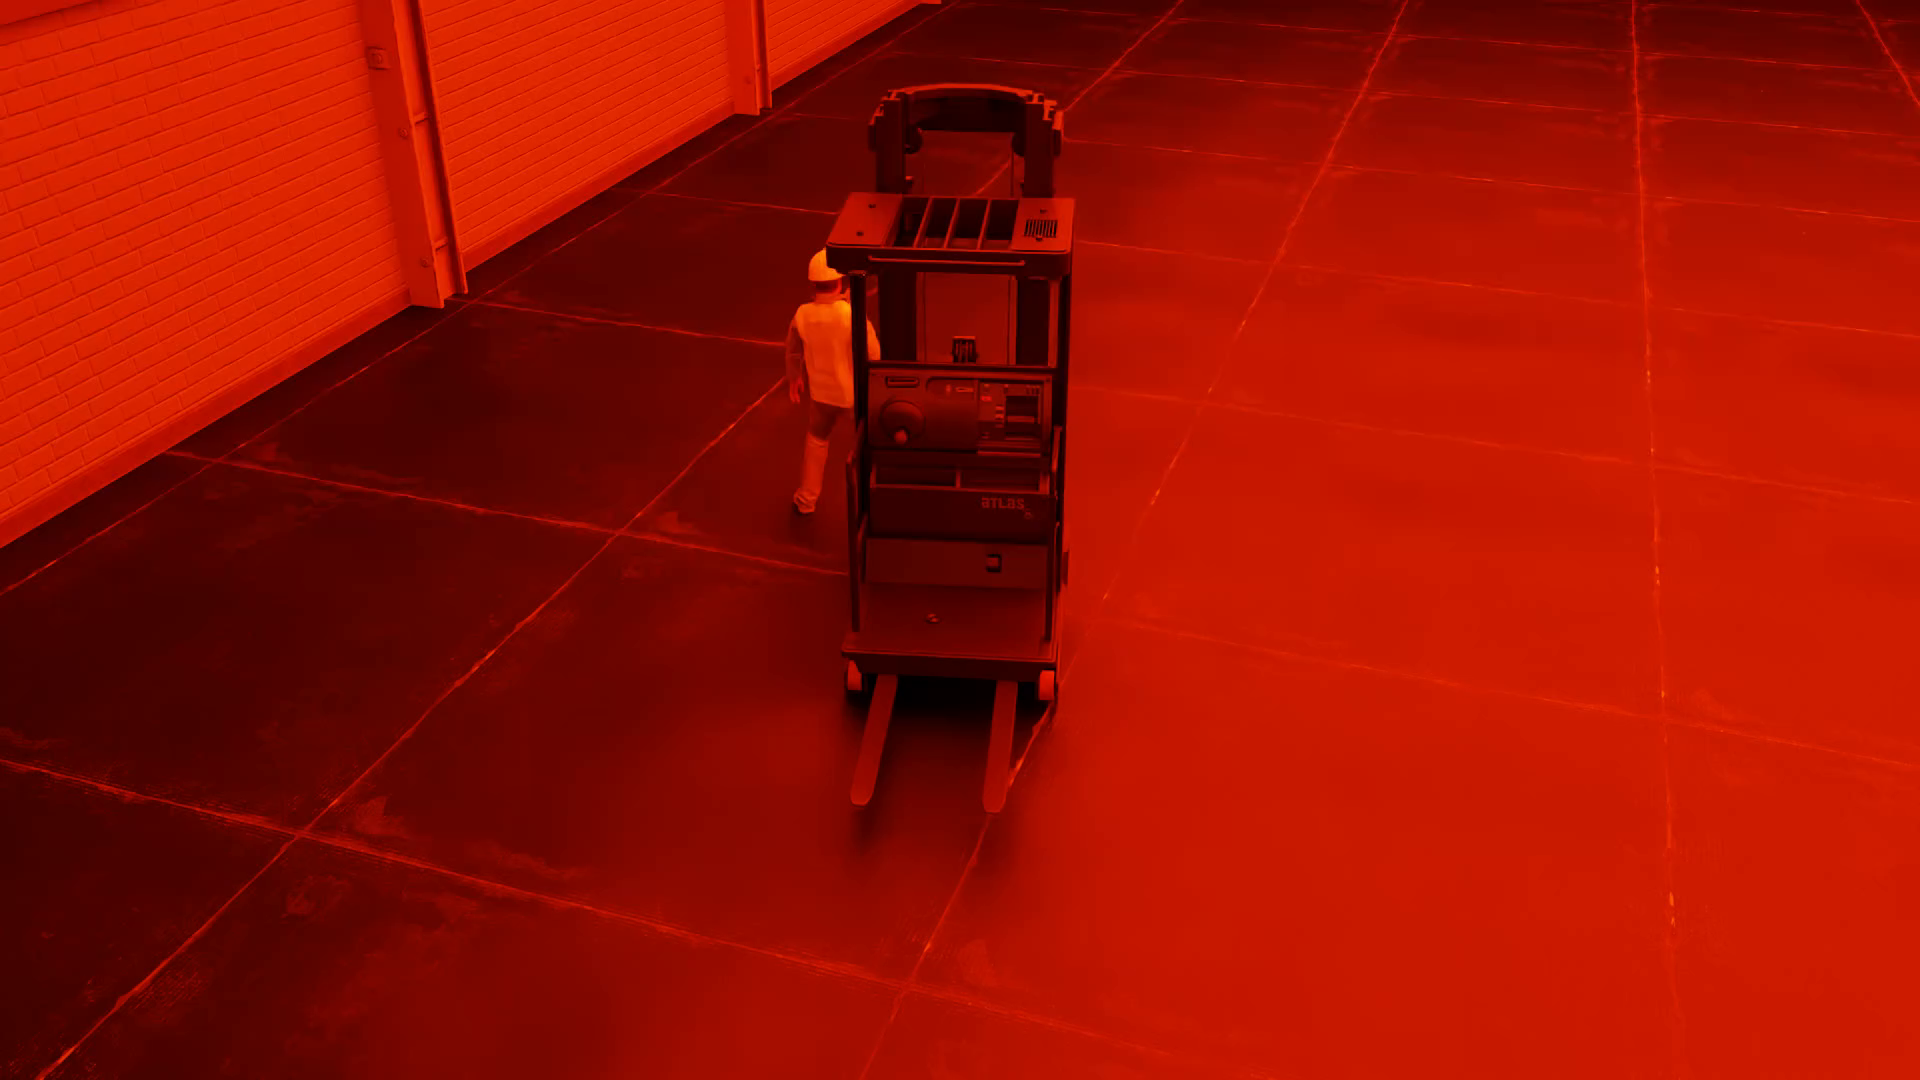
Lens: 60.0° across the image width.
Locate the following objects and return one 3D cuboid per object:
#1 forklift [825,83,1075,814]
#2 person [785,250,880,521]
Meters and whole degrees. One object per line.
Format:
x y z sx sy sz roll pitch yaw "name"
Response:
-0.019 -0.611 8.207 1.130 2.935 3.031 3 30 5 "forklift"
-0.687 -0.910 9.997 0.870 1.689 0.470 16 33 26 "person"
